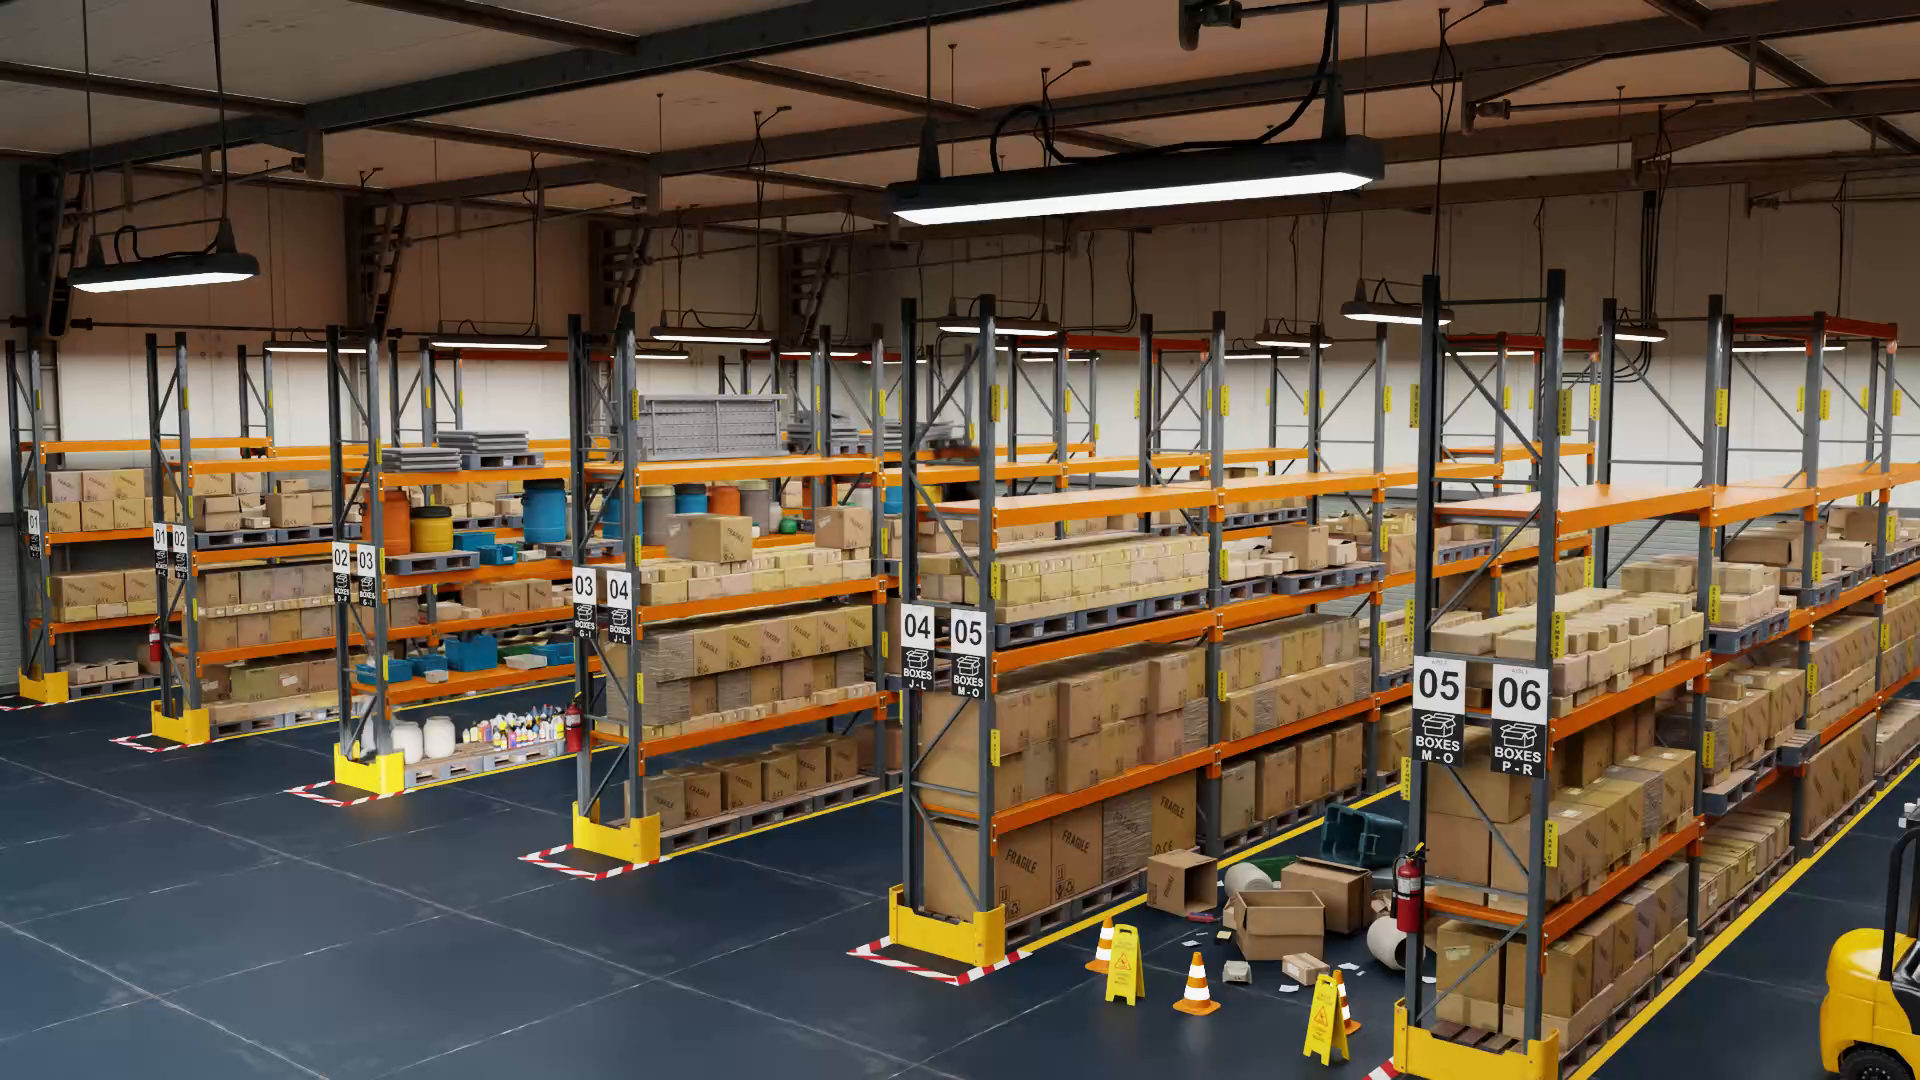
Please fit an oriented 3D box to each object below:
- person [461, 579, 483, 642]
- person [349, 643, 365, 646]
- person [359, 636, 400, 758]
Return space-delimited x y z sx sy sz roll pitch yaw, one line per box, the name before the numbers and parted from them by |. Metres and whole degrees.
person | -9.090 1.592 31.289 0.590 1.549 0.720 5 7 42
person | -10.325 1.774 28.674 0.627 1.713 0.866 4 7 39
person | -8.188 2.208 23.607 0.557 1.712 0.821 5 7 43
